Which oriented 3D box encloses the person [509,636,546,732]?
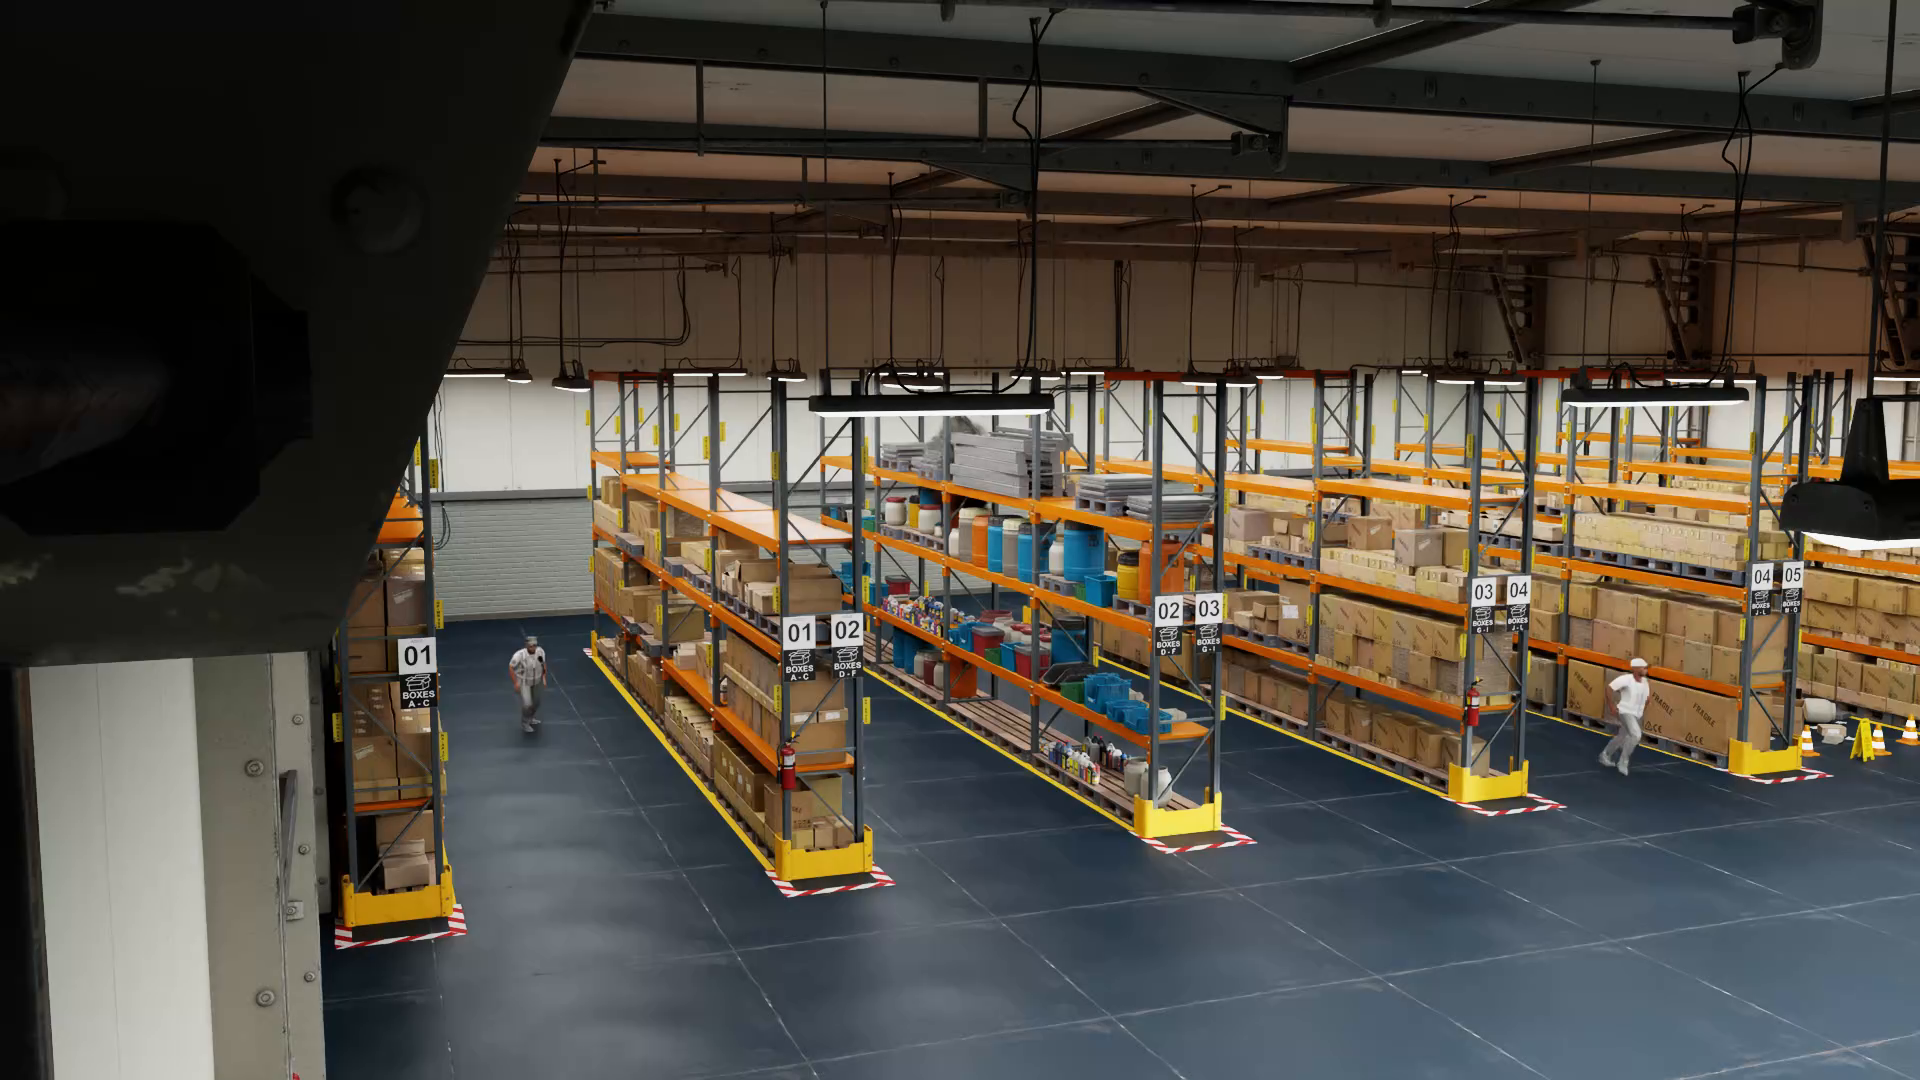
[{"bbox_3d":[-7.307,2.392,28.051,0.824,1.640,0.710,6,9,43],"label":"person"}]

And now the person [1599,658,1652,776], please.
[{"bbox_3d":[10.126,2.639,25.289,0.819,1.696,0.738,-4,8,-32],"label":"person"}]
